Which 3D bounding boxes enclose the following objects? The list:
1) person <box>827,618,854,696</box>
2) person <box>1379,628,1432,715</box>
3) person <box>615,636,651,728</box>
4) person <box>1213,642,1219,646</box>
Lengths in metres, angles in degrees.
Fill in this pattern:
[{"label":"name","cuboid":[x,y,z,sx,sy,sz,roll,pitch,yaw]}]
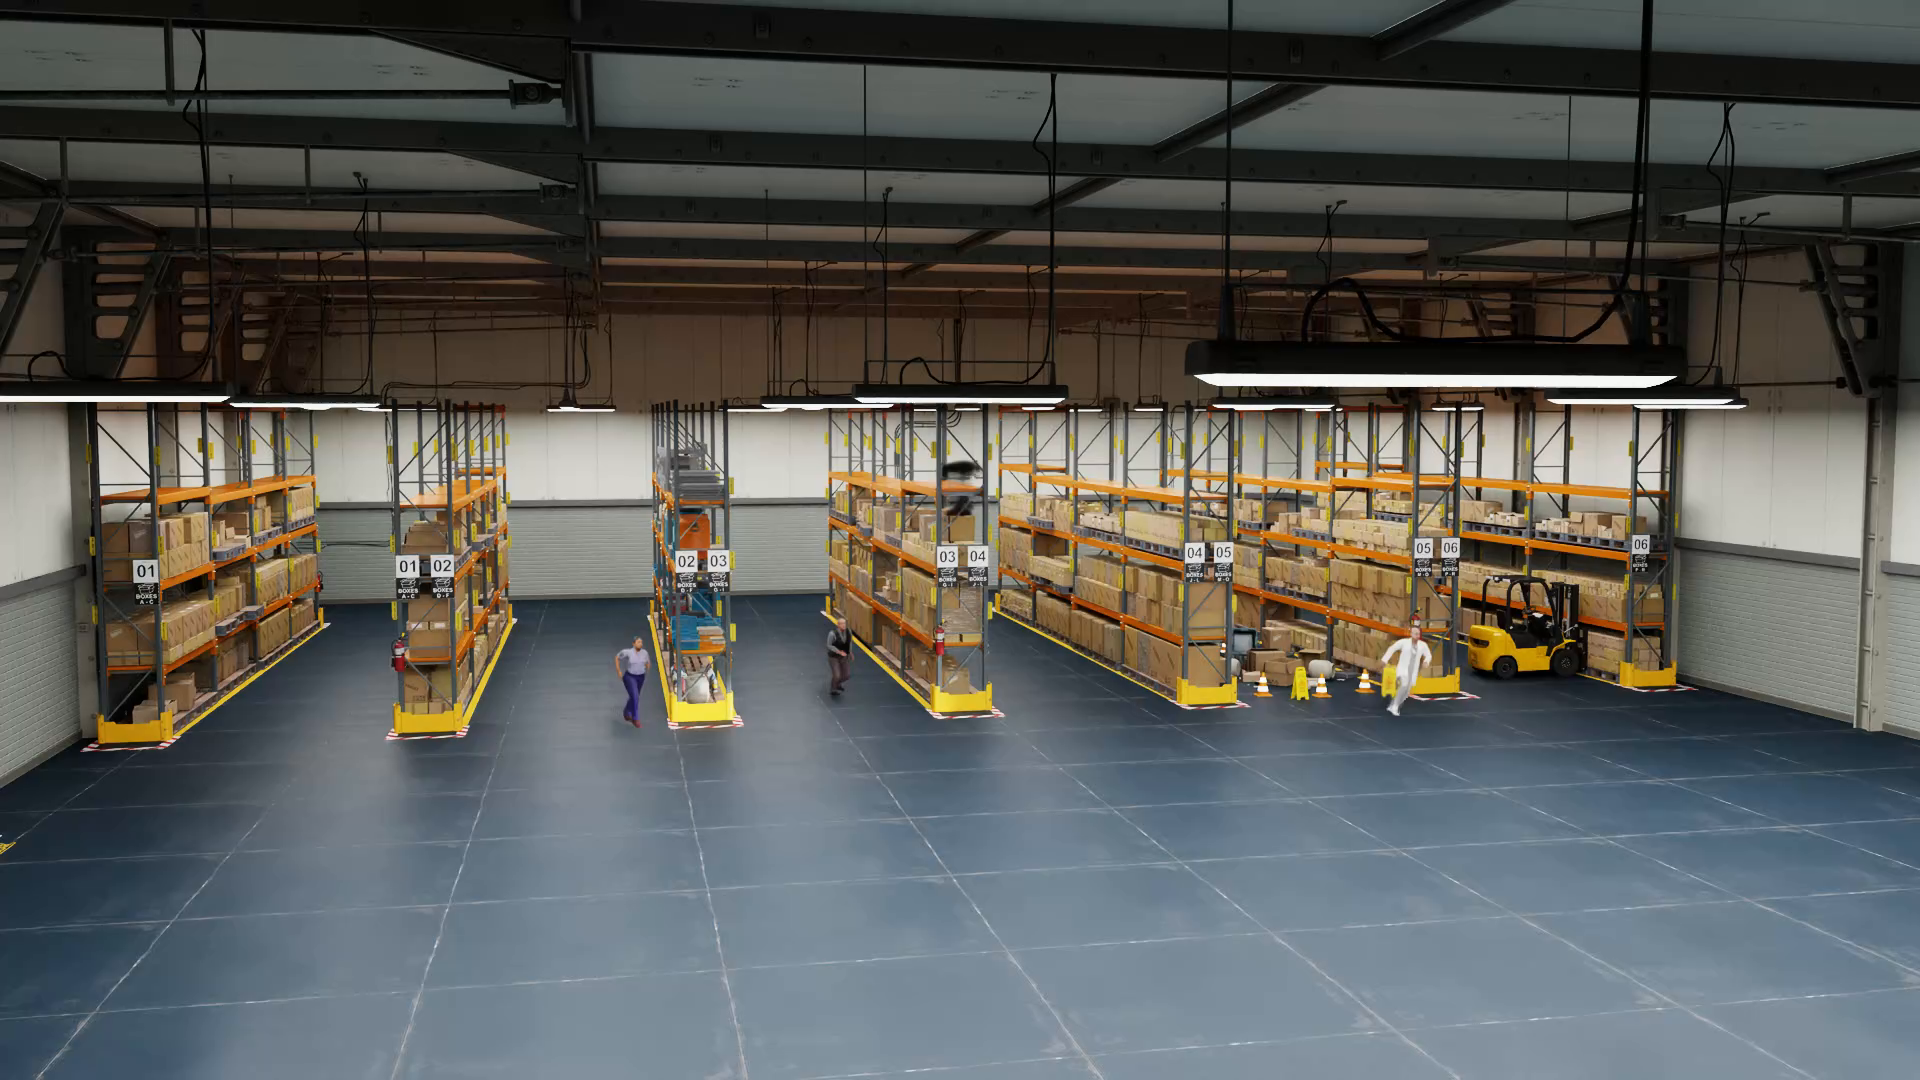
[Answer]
[{"label":"person","cuboid":[-2.460,2.376,33.792,0.643,1.609,0.762,-3,5,-35]},{"label":"person","cuboid":[8.544,2.512,31.669,0.884,1.691,0.755,-1,4,-12]},{"label":"person","cuboid":[-5.983,2.585,30.605,0.609,1.621,0.862,-4,6,-43]},{"label":"person","cuboid":[6.073,1.830,41.080,0.556,1.607,0.923,-2,5,-30]}]
